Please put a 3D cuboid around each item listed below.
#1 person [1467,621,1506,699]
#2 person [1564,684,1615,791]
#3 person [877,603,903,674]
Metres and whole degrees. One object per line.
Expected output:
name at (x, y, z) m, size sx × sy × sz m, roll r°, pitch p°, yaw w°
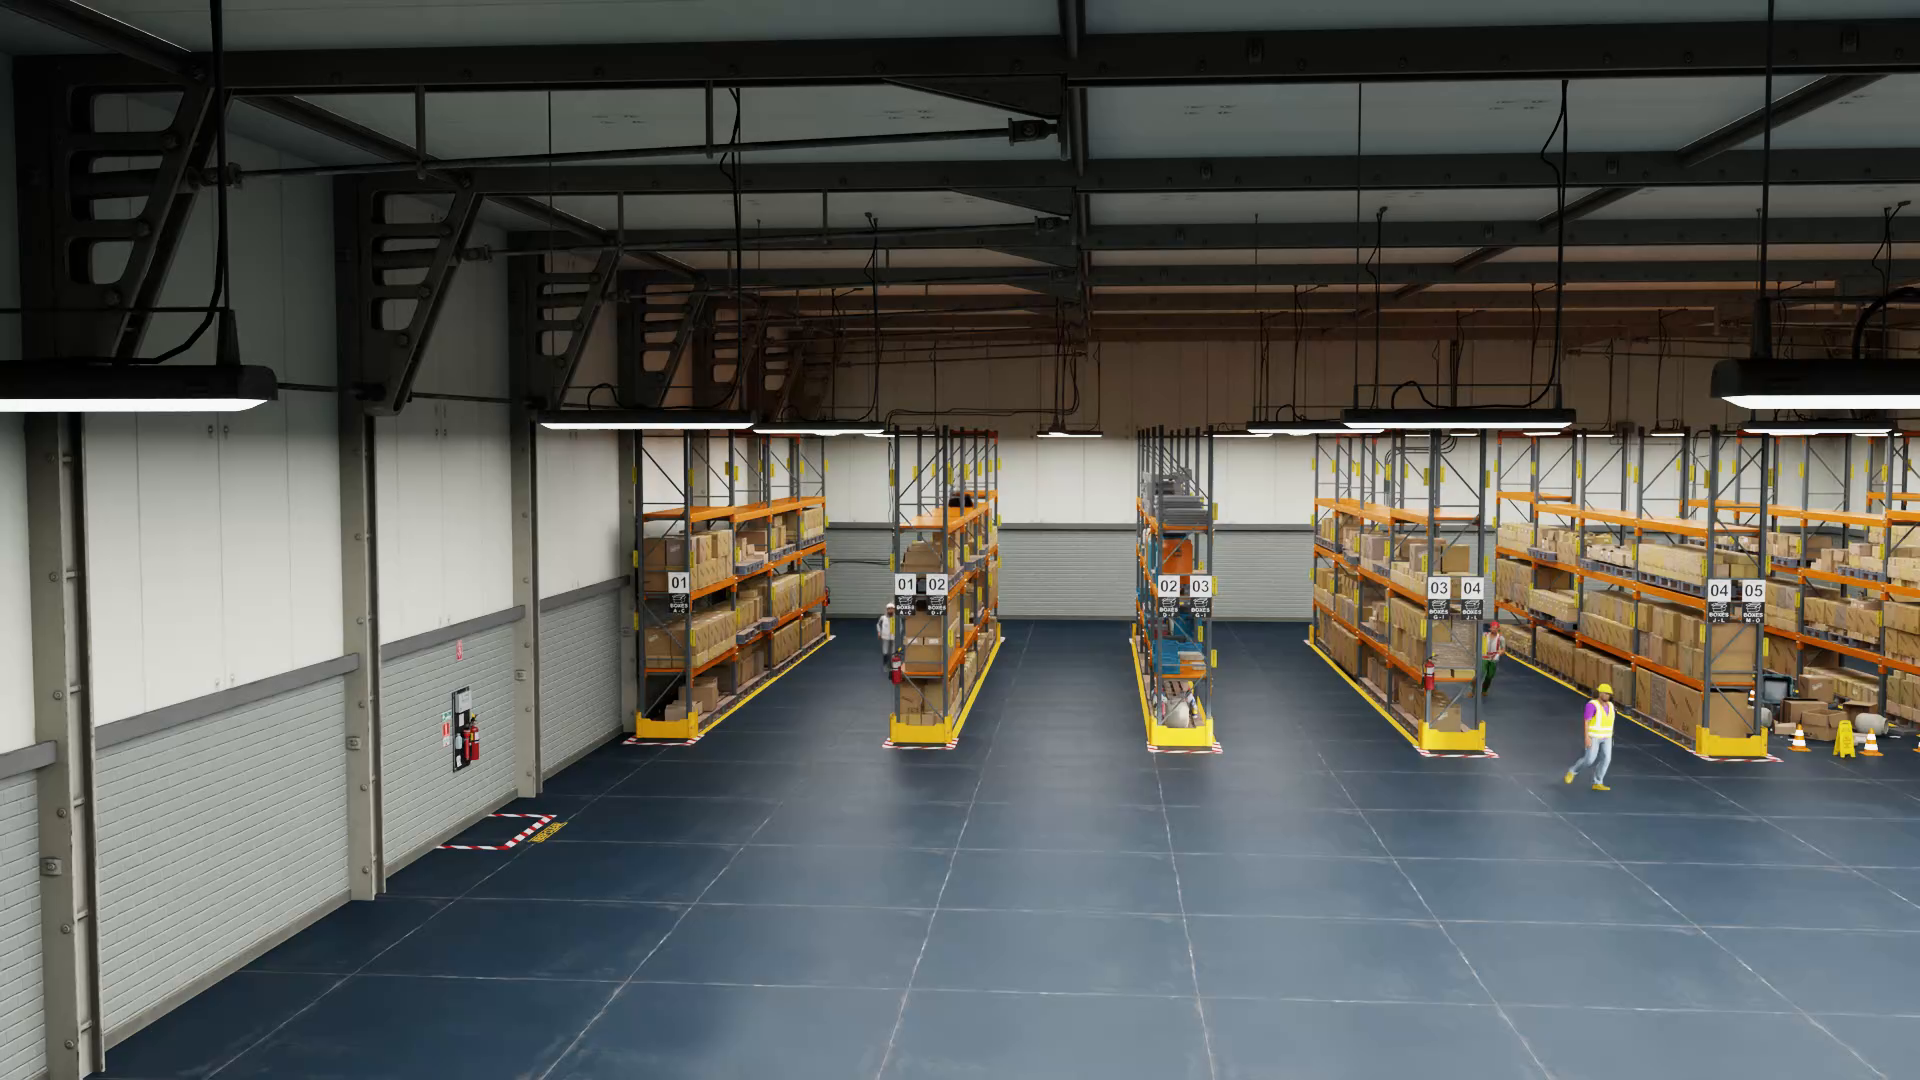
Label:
person at (11.592, 2.629, 36.614) m, size 0.804 × 1.723 × 0.757 m, roll 1°, pitch 4°, yaw 16°
person at (10.327, 3.206, 27.185) m, size 0.736 × 1.742 × 0.614 m, roll -1°, pitch 4°, yaw -19°
person at (-1.718, 2.374, 40.521) m, size 0.651 × 1.671 × 0.646 m, roll 0°, pitch 3°, yaw 0°
